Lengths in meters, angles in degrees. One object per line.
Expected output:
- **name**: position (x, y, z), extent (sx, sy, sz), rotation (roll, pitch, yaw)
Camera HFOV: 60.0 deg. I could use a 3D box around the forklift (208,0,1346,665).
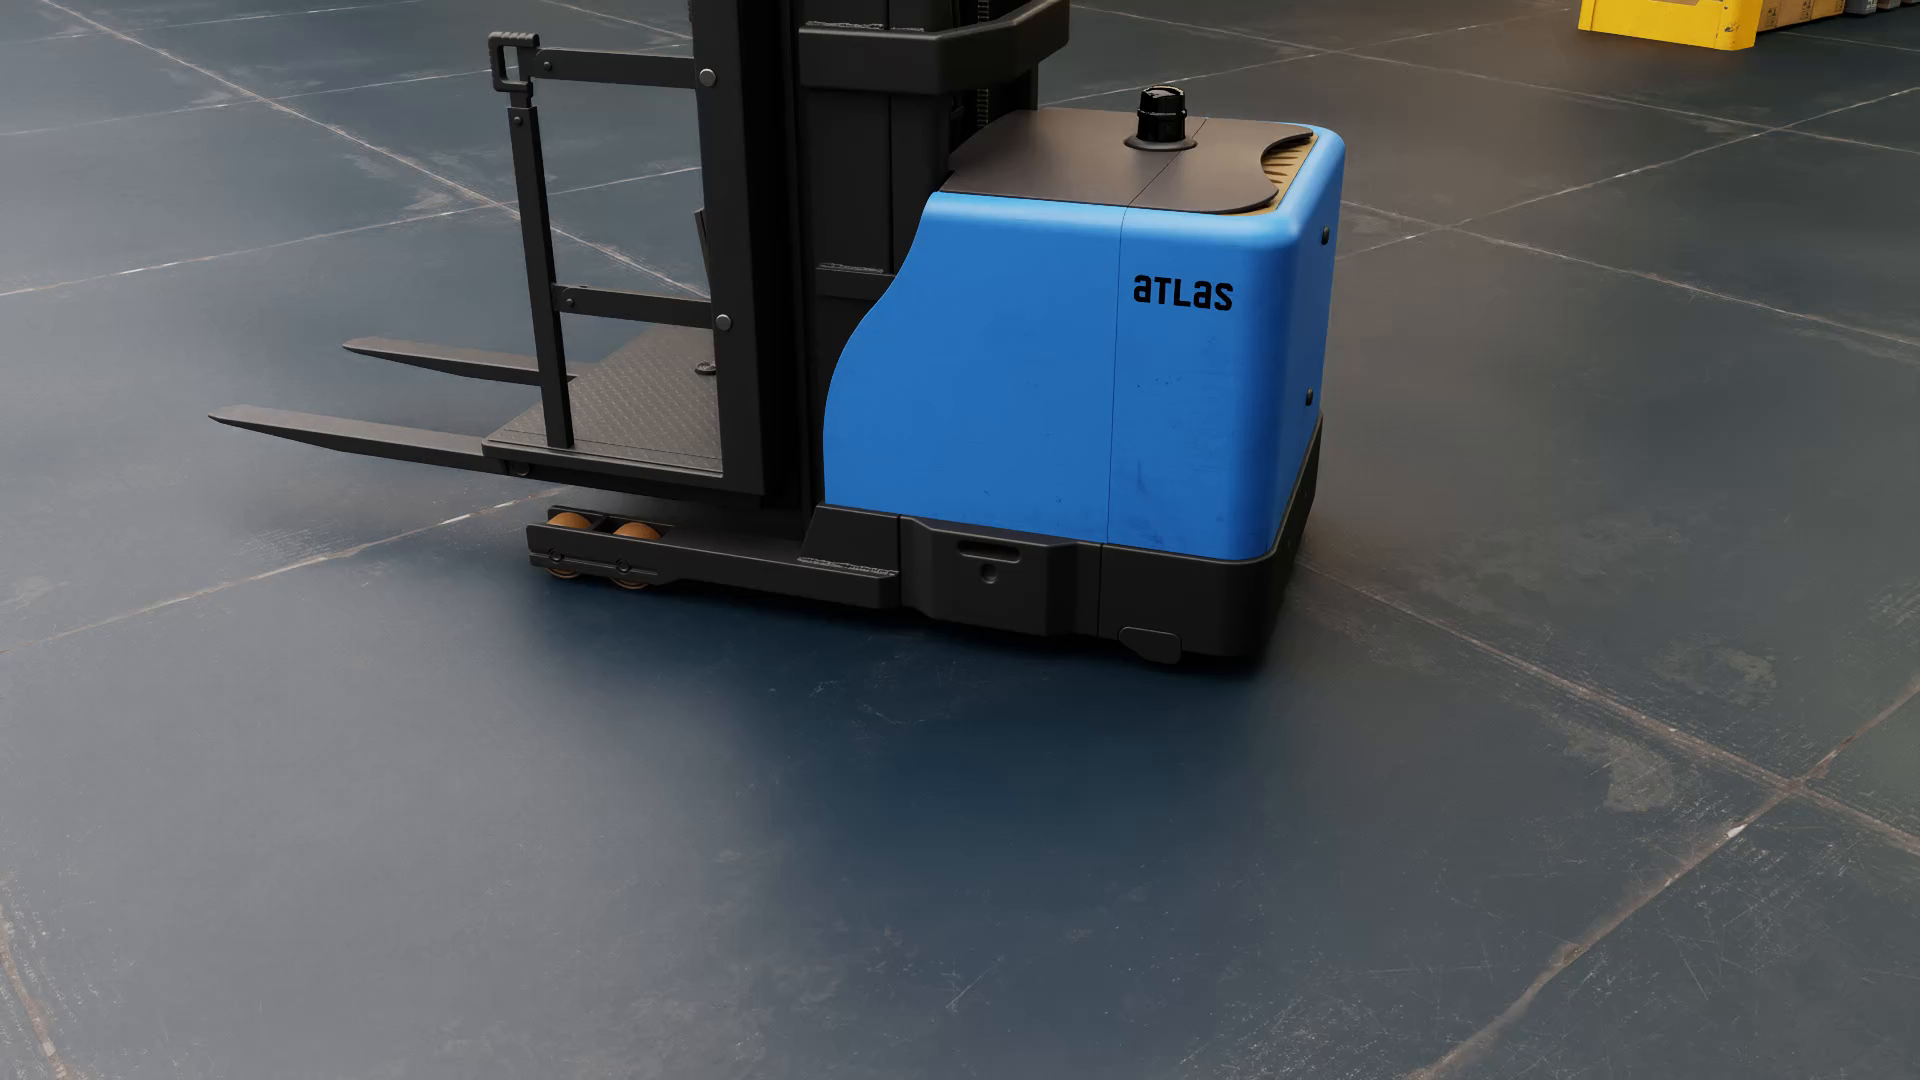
- **forklift**: position (-0.594, -1.400, 4.024), extent (3.031, 2.935, 1.130), rotation (8, 28, 16)
